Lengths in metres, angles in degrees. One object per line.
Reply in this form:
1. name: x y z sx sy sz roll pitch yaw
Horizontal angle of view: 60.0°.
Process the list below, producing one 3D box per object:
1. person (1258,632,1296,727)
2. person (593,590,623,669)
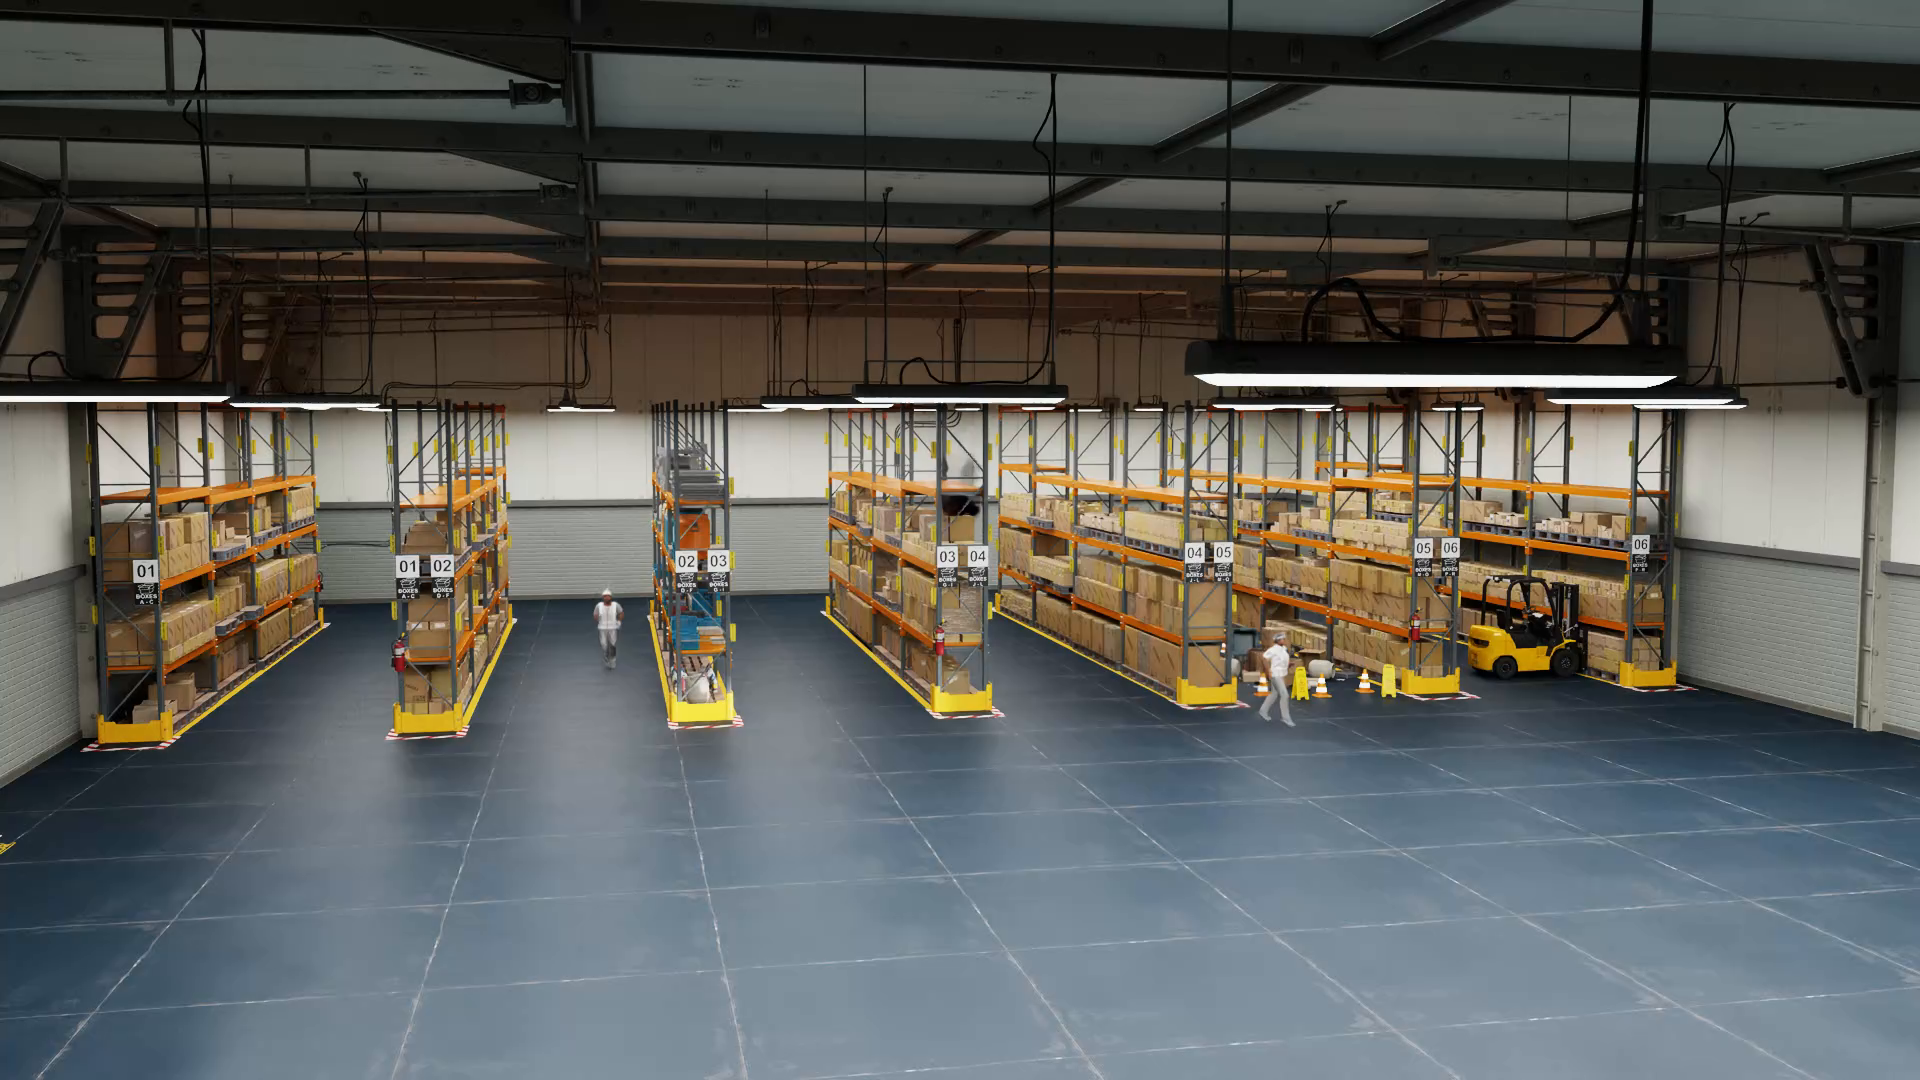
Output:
1. person: 5.891 2.547 30.752 0.797 1.730 0.571 3 5 35
2. person: -7.909 2.025 37.371 0.659 1.782 0.645 -1 4 -9
